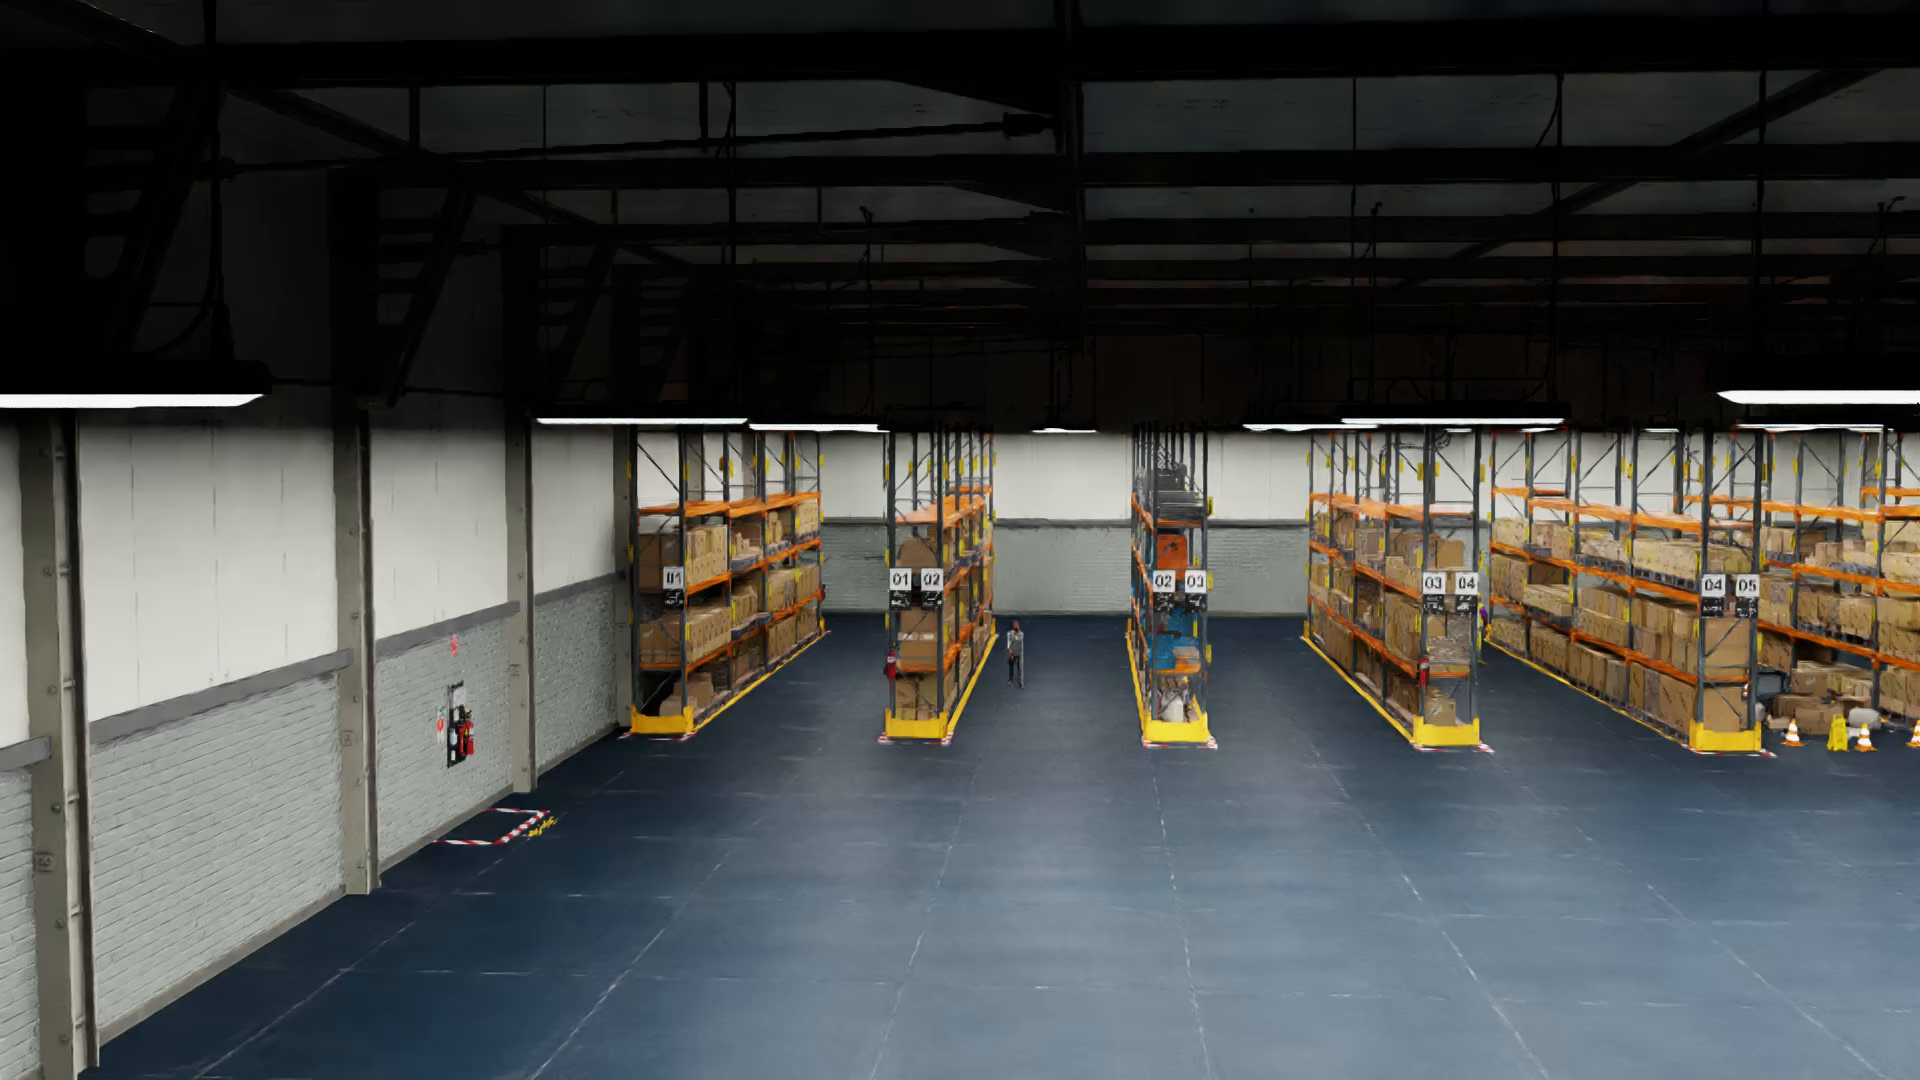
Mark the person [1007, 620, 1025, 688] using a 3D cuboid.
[{"bbox_3d":[1.248,2.562,37.613,0.411,1.534,0.956,0,4,-4],"label":"person"}]

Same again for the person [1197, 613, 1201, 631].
[{"bbox_3d":[6.732,1.839,48.208,0.555,1.647,0.697,3,5,40],"label":"person"}]

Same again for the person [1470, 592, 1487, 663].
[{"bbox_3d":[13.009,2.185,41.689,0.448,1.768,0.632,-2,4,-25],"label":"person"}]
